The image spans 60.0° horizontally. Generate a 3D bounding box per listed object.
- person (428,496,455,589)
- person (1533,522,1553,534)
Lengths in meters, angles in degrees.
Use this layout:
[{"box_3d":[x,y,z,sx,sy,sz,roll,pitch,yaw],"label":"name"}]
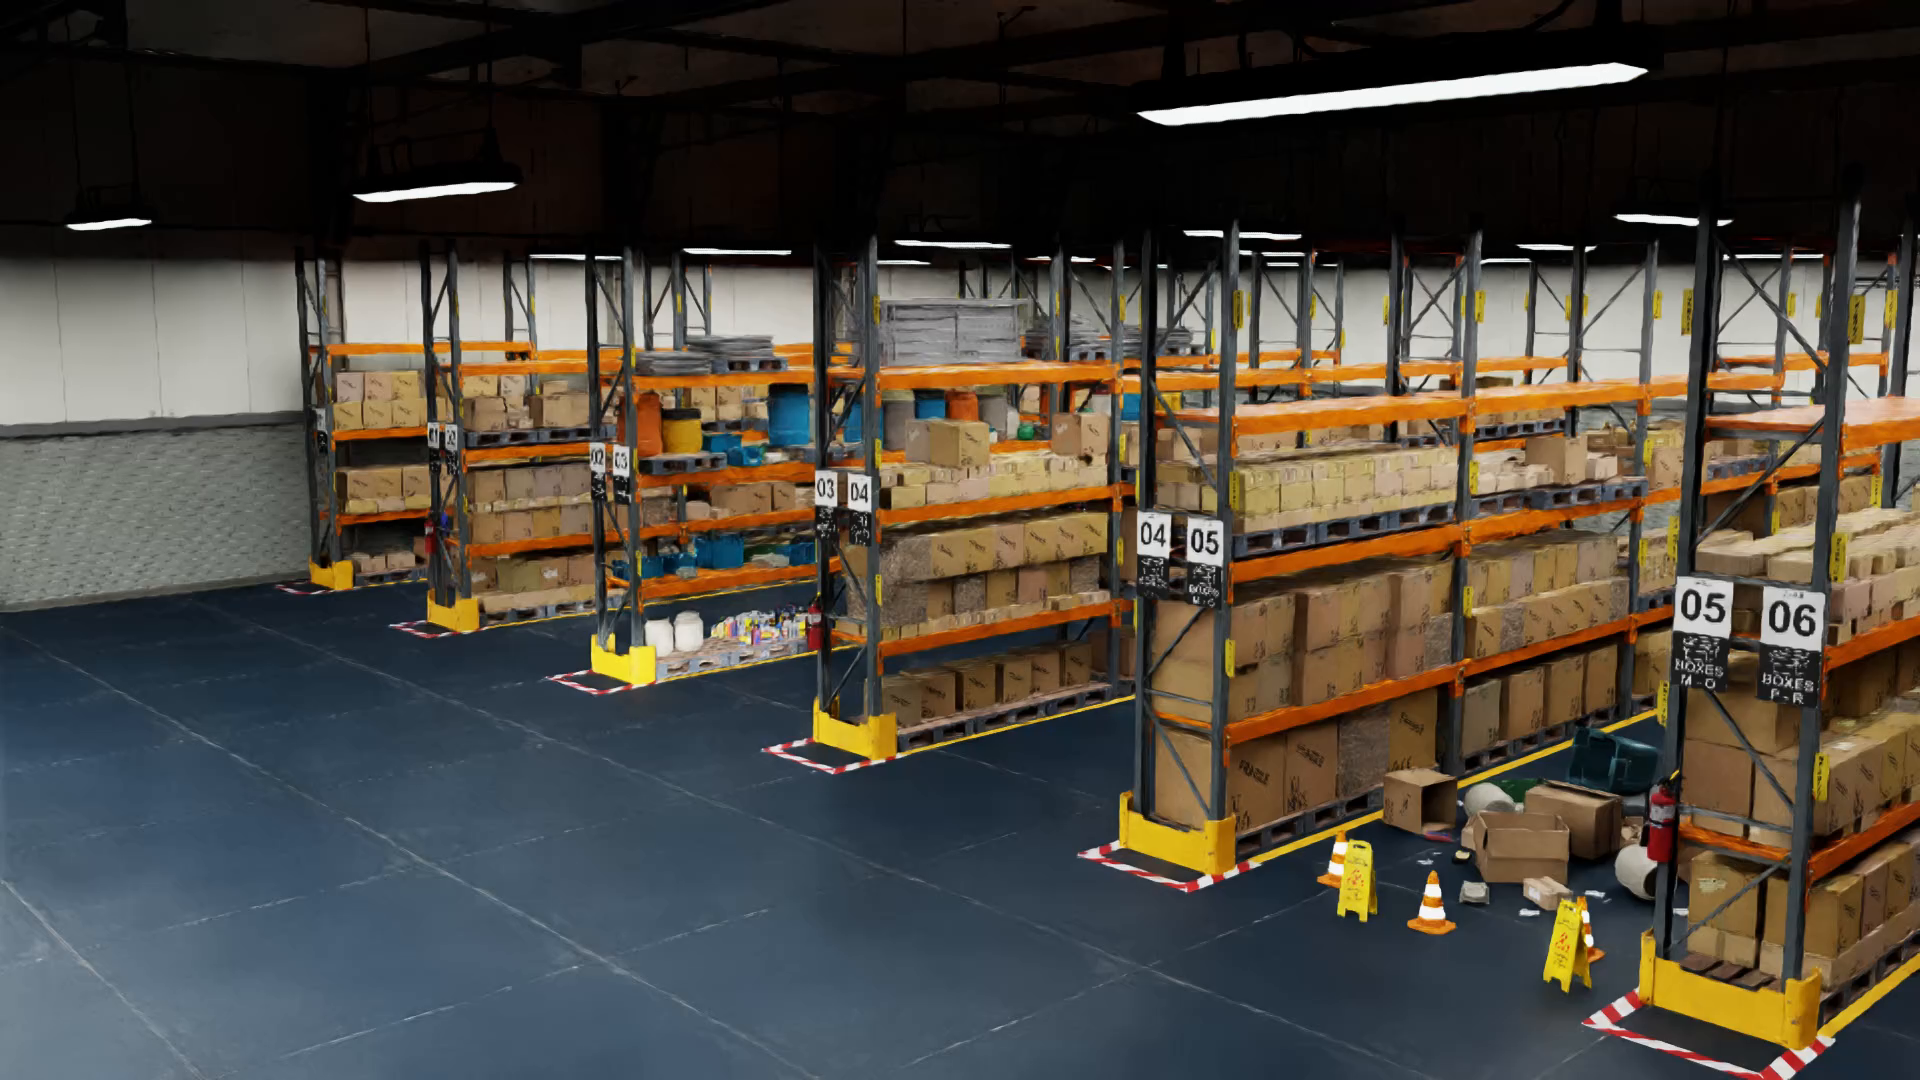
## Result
[{"box_3d":[-9.177,0.027,29.404,0.440,1.666,0.551,3,9,20],"label":"person"},{"box_3d":[9.427,0.419,26.806,1.115,1.648,0.543,-7,11,-40],"label":"person"}]
